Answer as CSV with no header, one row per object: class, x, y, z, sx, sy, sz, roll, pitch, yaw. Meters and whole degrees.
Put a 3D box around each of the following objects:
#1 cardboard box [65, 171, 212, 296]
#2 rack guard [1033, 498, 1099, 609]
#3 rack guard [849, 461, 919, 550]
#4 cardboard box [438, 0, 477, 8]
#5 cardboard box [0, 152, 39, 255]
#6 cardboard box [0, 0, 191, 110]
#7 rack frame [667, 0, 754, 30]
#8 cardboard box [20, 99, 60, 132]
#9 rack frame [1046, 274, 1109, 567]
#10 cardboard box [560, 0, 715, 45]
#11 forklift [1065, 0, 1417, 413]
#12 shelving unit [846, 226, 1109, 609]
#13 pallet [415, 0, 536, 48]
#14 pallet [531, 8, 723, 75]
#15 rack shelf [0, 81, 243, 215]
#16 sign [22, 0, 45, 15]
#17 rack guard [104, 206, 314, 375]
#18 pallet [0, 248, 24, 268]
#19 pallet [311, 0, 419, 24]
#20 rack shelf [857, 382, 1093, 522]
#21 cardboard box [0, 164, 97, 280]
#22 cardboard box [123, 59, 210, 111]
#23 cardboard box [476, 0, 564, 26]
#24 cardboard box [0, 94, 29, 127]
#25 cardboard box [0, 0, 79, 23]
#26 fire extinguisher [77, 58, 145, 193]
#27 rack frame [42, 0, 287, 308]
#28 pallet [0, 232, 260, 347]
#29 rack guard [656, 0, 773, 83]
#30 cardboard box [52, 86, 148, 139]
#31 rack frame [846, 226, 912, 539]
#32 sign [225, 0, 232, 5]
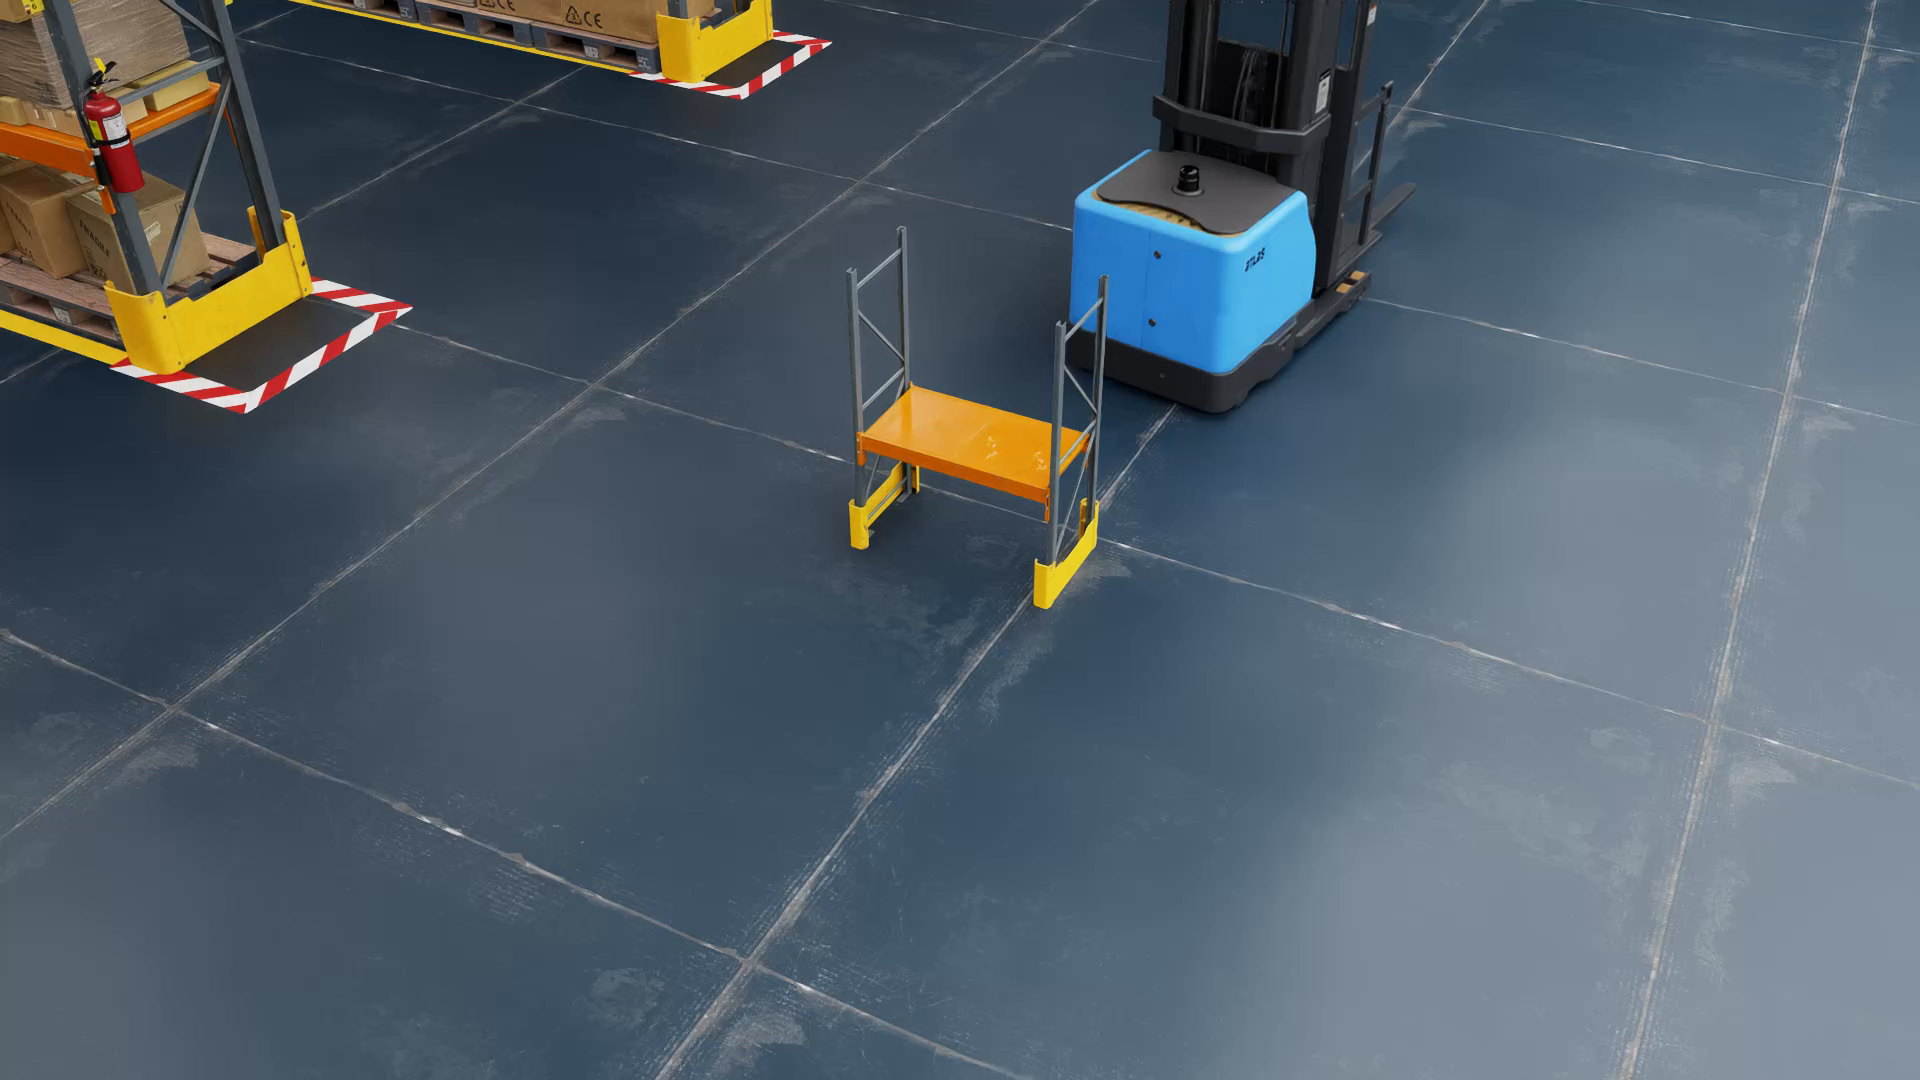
cardboard box,-4.875,-1.817,9.883,0.500,0.500,0.500,25,44,29
rack guard,0.510,0.060,7.964,0.087,0.250,0.587,17,41,21
rack guard,-0.375,-0.217,8.329,0.087,0.250,0.587,17,41,21
cardboard box,-4.181,-5.070,13.858,0.875,0.875,0.875,18,41,22
cardboard box,-5.969,-2.149,10.321,0.500,0.500,0.500,21,42,26
cardboard box,-4.804,-2.789,9.115,0.500,0.500,0.875,17,41,21
rack frame,-1.958,-5.098,12.485,0.127,3.000,1.000,17,41,21
cardboard box,-4.898,-2.401,9.140,0.250,0.149,0.380,17,41,21
rack frame,0.527,-0.432,7.579,0.032,1.500,0.500,17,41,21
cardboard box,-2.590,-4.572,13.202,0.875,0.875,0.875,18,41,22
forklift,1.864,-2.707,9.392,1.130,2.935,3.031,23,43,27
shelving unit,0.068,-0.576,7.769,1.083,1.500,0.587,17,41,21
pallet,-3.783,-4.507,14.014,1.213,0.211,1.003,17,41,21
pallet,-2.704,-4.168,13.566,1.213,0.211,1.003,17,41,21
rack shelf,-6.105,-2.733,9.964,4.000,0.370,1.077,17,41,21
sign,-4.602,-2.758,8.183,0.005,0.325,0.100,17,41,21
rack guard,-4.396,-1.489,9.798,0.348,0.500,1.175,17,41,21
pallet,-6.181,-1.958,10.655,1.213,0.211,1.003,17,41,21
pallet,-4.871,-4.846,14.460,1.213,0.211,1.003,17,41,21
rack shelf,0.076,-0.430,7.874,1.000,0.185,0.538,17,41,21
cardboard box,-5.422,-1.965,10.078,0.500,0.500,0.500,29,46,33
cardboard box,-4.472,-2.570,9.363,0.250,0.149,0.380,17,41,21
cardboard box,-3.373,-4.816,13.523,0.875,0.875,0.875,17,40,21
cardboard box,-5.144,-2.443,9.196,0.250,0.149,0.380,17,41,21
cardboard box,-4.931,-3.040,8.618,0.500,0.500,0.500,17,41,21
fire extinguisher,-4.439,-2.153,8.670,0.183,0.674,0.296,17,41,21
rack frame,-4.329,-2.463,9.014,0.127,3.000,1.000,17,41,21
pallet,-5.101,-1.618,10.208,1.213,0.211,1.003,17,41,21
rack guard,-1.937,-4.096,13.232,0.348,0.500,1.175,17,41,21
cardboard box,-4.677,-2.331,9.048,0.250,0.149,0.380,17,41,21
rack frame,-0.376,-0.715,7.951,0.032,1.500,0.500,17,41,21
sign,-4.079,-3.099,9.136,0.005,0.325,0.100,17,41,21
